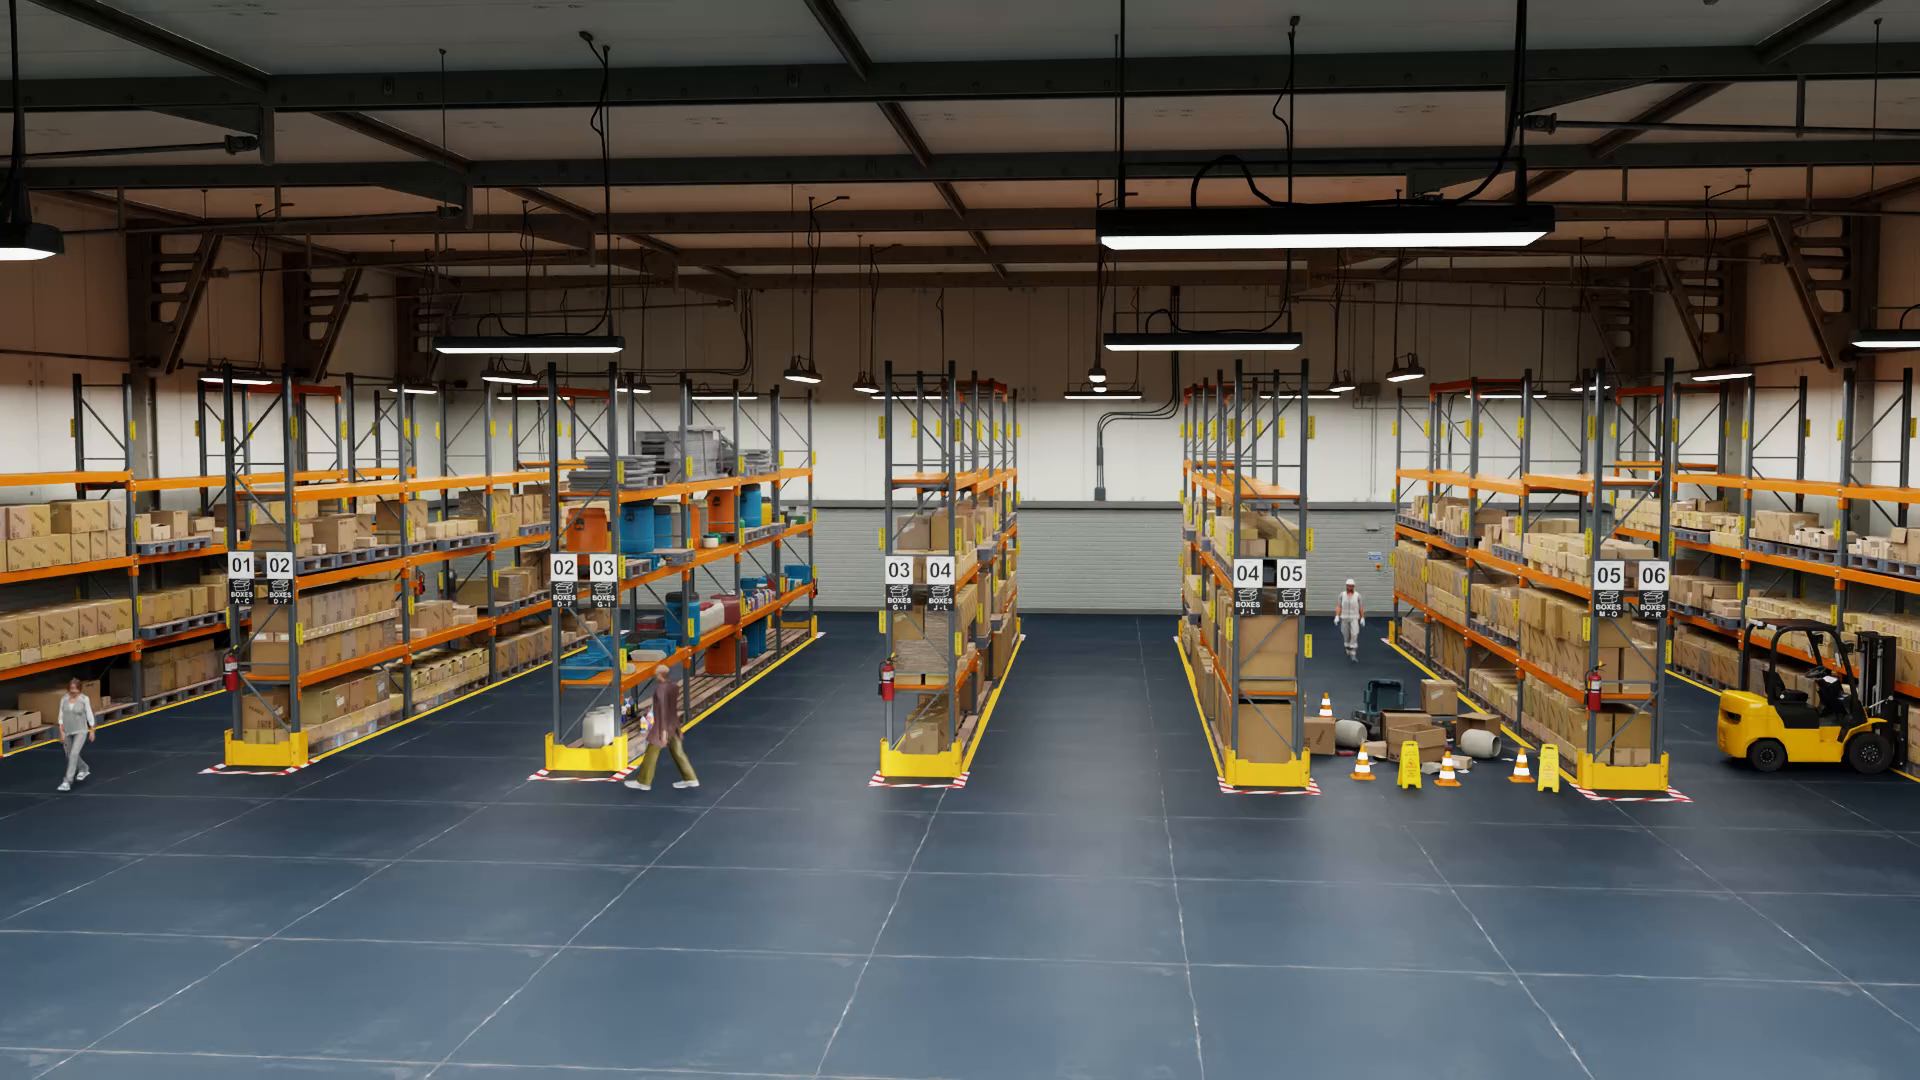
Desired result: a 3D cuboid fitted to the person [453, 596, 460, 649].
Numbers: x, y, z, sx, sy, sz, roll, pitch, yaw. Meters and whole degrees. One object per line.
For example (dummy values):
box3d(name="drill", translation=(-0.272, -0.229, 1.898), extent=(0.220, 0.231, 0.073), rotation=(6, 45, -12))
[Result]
box3d(name="person", translation=(-10.975, 1.762, 36.848), extent=(0.540, 1.597, 1.009), rotation=(0, 4, 3))

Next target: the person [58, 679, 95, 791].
box3d(name="person", translation=(-12.416, 2.729, 23.311), extent=(0.401, 1.474, 0.998), rotation=(0, 4, -7))

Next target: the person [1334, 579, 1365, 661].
box3d(name="person", translation=(8.470, 1.725, 36.192), extent=(0.622, 1.721, 1.027), rotation=(1, 4, 22))

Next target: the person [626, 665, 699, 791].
box3d(name="person", translation=(-4.133, 2.606, 23.181), extent=(0.948, 1.746, 0.612), rotation=(1, 4, 19))

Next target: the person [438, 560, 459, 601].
box3d(name="person", translation=(-13.005, 1.349, 42.312), extent=(0.684, 1.704, 0.542), rotation=(4, 5, 44))
